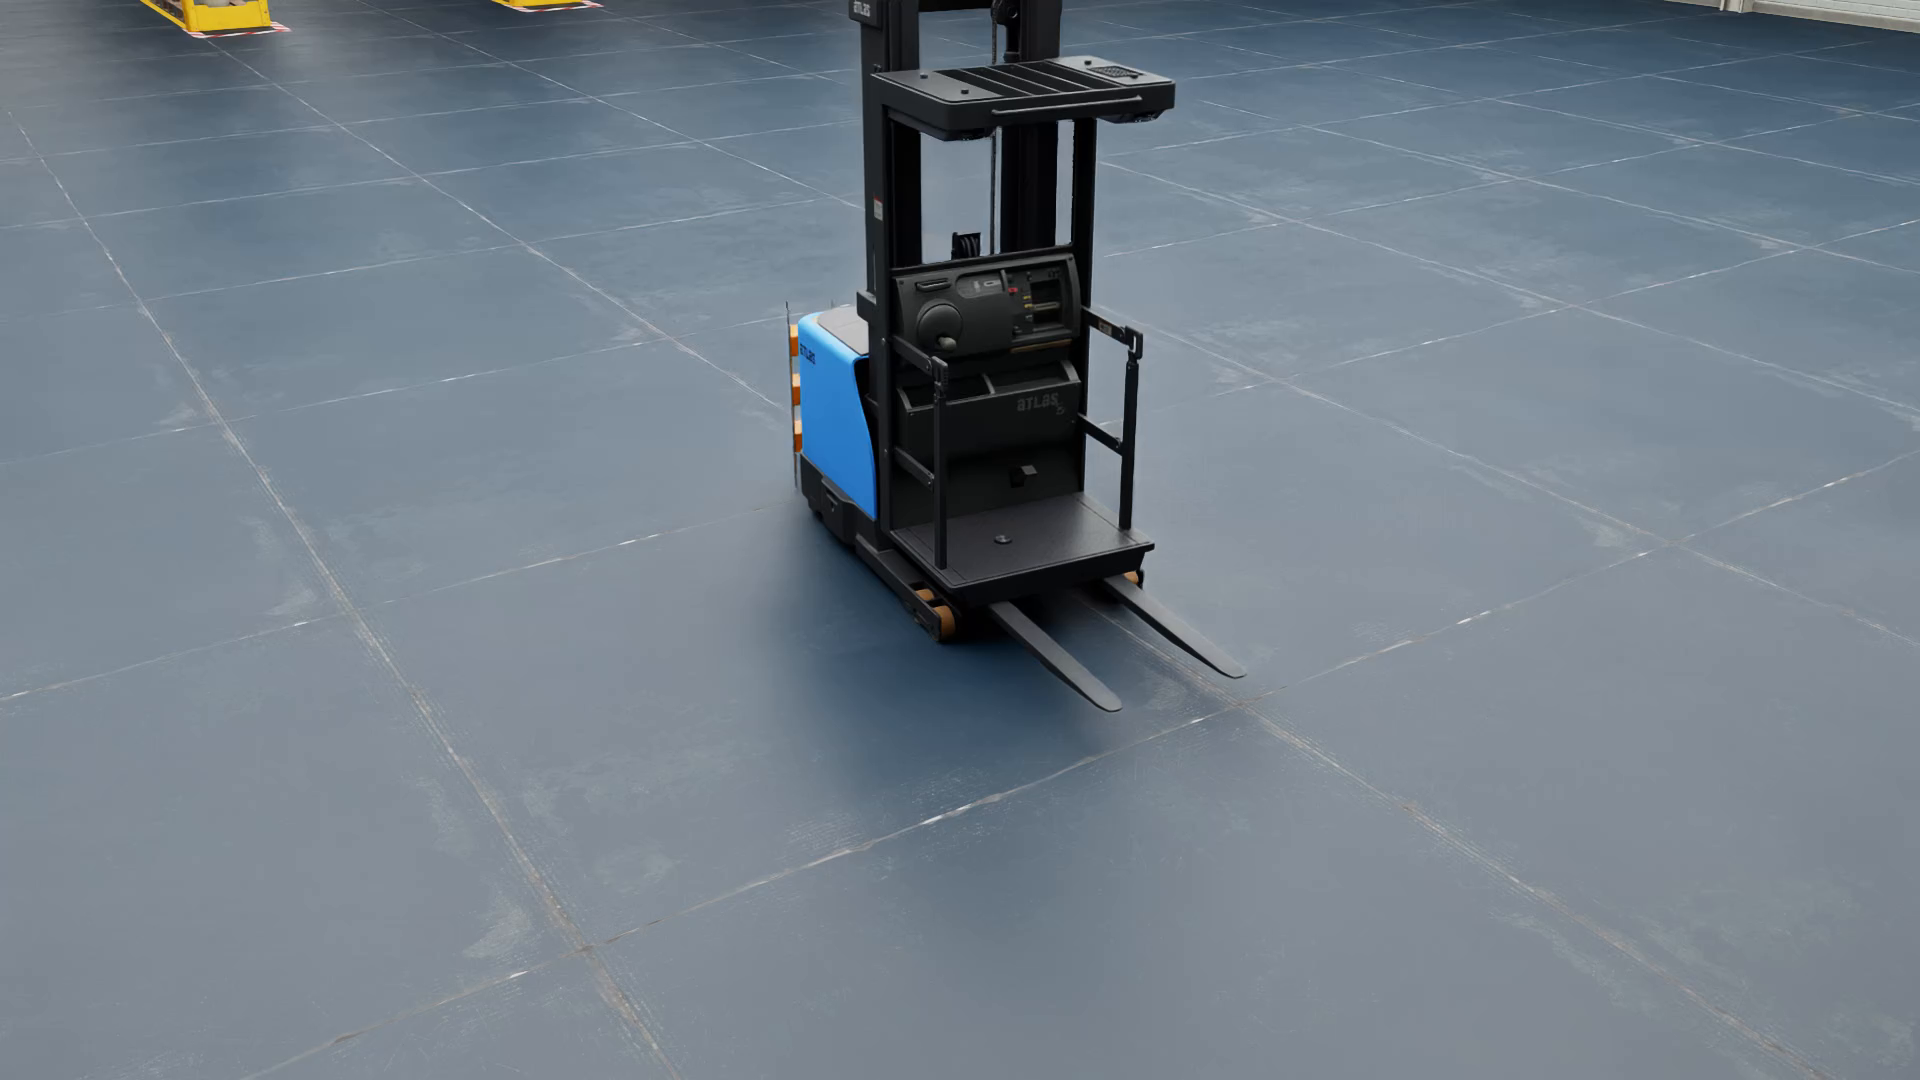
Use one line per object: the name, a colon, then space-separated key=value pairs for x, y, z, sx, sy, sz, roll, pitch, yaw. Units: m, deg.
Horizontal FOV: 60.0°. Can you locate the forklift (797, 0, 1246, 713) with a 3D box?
forklift: x=0.236 y=-1.069 z=7.581 sx=1.130 sy=2.935 sz=3.031 roll=-12 pitch=28 yaw=-24

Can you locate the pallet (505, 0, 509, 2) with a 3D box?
pallet: x=-7.309 y=-9.332 z=28.272 sx=1.003 sy=0.211 sz=1.213 roll=-16 pitch=29 yaw=-30

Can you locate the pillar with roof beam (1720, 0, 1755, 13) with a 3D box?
pillar with roof beam: x=8.925 y=-11.612 z=22.806 sx=9.100 sy=9.000 sz=0.400 roll=-16 pitch=29 yaw=-30

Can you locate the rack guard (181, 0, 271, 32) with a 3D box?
rack guard: x=-11.084 y=-7.999 z=25.109 sx=1.175 sy=0.500 sz=0.348 roll=-16 pitch=29 yaw=-30

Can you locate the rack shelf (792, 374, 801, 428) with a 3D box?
rack shelf: x=-0.809 y=-0.784 z=9.205 sx=0.240 sy=0.259 sz=0.215 roll=-3 pitch=25 yaw=-7

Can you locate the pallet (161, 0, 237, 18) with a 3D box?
pallet: x=-12.185 y=-8.596 z=26.712 sx=1.003 sy=0.211 sz=1.213 roll=-16 pitch=29 yaw=-30

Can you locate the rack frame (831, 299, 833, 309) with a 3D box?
rack frame: x=-0.688 y=-0.800 z=9.215 sx=0.008 sy=1.050 sz=0.200 roll=-3 pitch=25 yaw=-7

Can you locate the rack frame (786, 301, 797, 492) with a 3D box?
rack frame: x=-0.930 y=-0.786 z=9.186 sx=0.008 sy=1.050 sz=0.200 roll=-3 pitch=25 yaw=-7

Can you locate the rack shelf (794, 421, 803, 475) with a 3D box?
rack shelf: x=-0.809 y=-0.532 z=9.323 sx=0.240 sy=0.259 sz=0.215 roll=-3 pitch=25 yaw=-7

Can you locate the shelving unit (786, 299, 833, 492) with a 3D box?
shelving unit: x=-0.809 y=-0.793 z=9.200 sx=0.252 sy=1.050 sz=0.215 roll=-3 pitch=25 yaw=-7

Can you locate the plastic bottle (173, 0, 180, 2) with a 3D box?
plastic bottle: x=-12.373 y=-8.601 z=26.219 sx=0.097 sy=0.201 sz=0.097 roll=0 pitch=25 yaw=0

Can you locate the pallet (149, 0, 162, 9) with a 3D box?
pallet: x=-12.855 y=-9.033 z=27.637 sx=1.003 sy=0.211 sz=1.213 roll=-16 pitch=29 yaw=-30

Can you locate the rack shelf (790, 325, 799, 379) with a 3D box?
rack shelf: x=-0.809 y=-1.040 z=9.084 sx=0.240 sy=0.259 sz=0.215 roll=-3 pitch=25 yaw=-7

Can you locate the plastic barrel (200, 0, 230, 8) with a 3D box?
plastic barrel: x=-11.427 y=-8.396 z=25.443 sx=0.421 sy=0.512 sz=0.421 roll=0 pitch=25 yaw=0

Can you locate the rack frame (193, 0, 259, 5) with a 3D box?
rack frame: x=-11.003 y=-9.113 z=24.541 sx=1.000 sy=3.000 sz=0.127 roll=-16 pitch=29 yaw=-30

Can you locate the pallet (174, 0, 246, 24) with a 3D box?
pallet: x=-11.523 y=-8.160 z=25.788 sx=1.003 sy=0.211 sz=1.213 roll=-16 pitch=29 yaw=-30

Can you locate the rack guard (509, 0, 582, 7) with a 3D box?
rack guard: x=-6.895 y=-9.164 z=27.577 sx=1.175 sy=0.500 sz=0.348 roll=-16 pitch=29 yaw=-30
